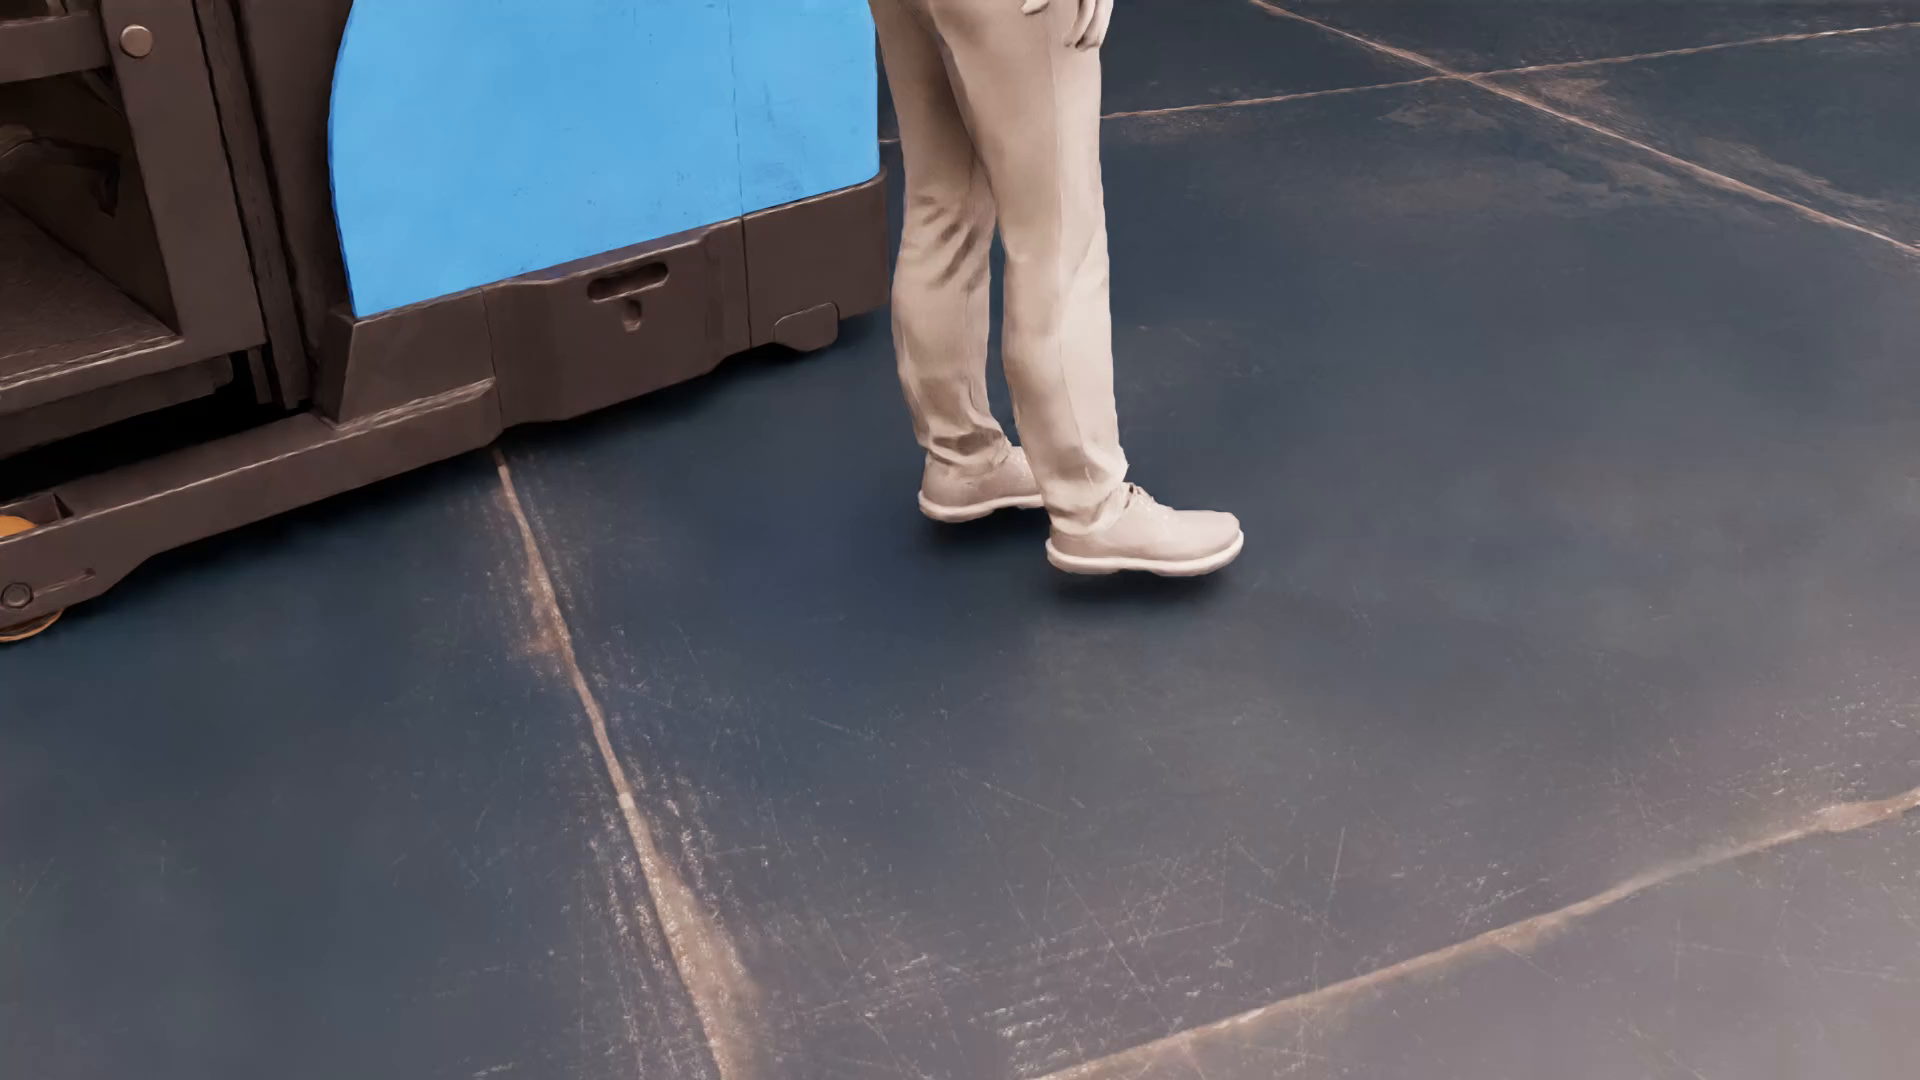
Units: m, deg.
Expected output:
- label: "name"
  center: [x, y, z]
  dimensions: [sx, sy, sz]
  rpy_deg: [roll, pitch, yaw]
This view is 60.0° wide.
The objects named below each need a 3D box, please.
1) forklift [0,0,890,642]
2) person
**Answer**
- label: "forklift"
  center: [-1.564, -1.364, 1.934]
  dimensions: [3.031, 2.935, 1.130]
  rpy_deg: [-24, 38, -36]
- label: "person"
  center: [0.064, -0.786, 2.073]
  dimensions: [0.534, 1.695, 0.586]
  rpy_deg: [-11, 32, -19]
